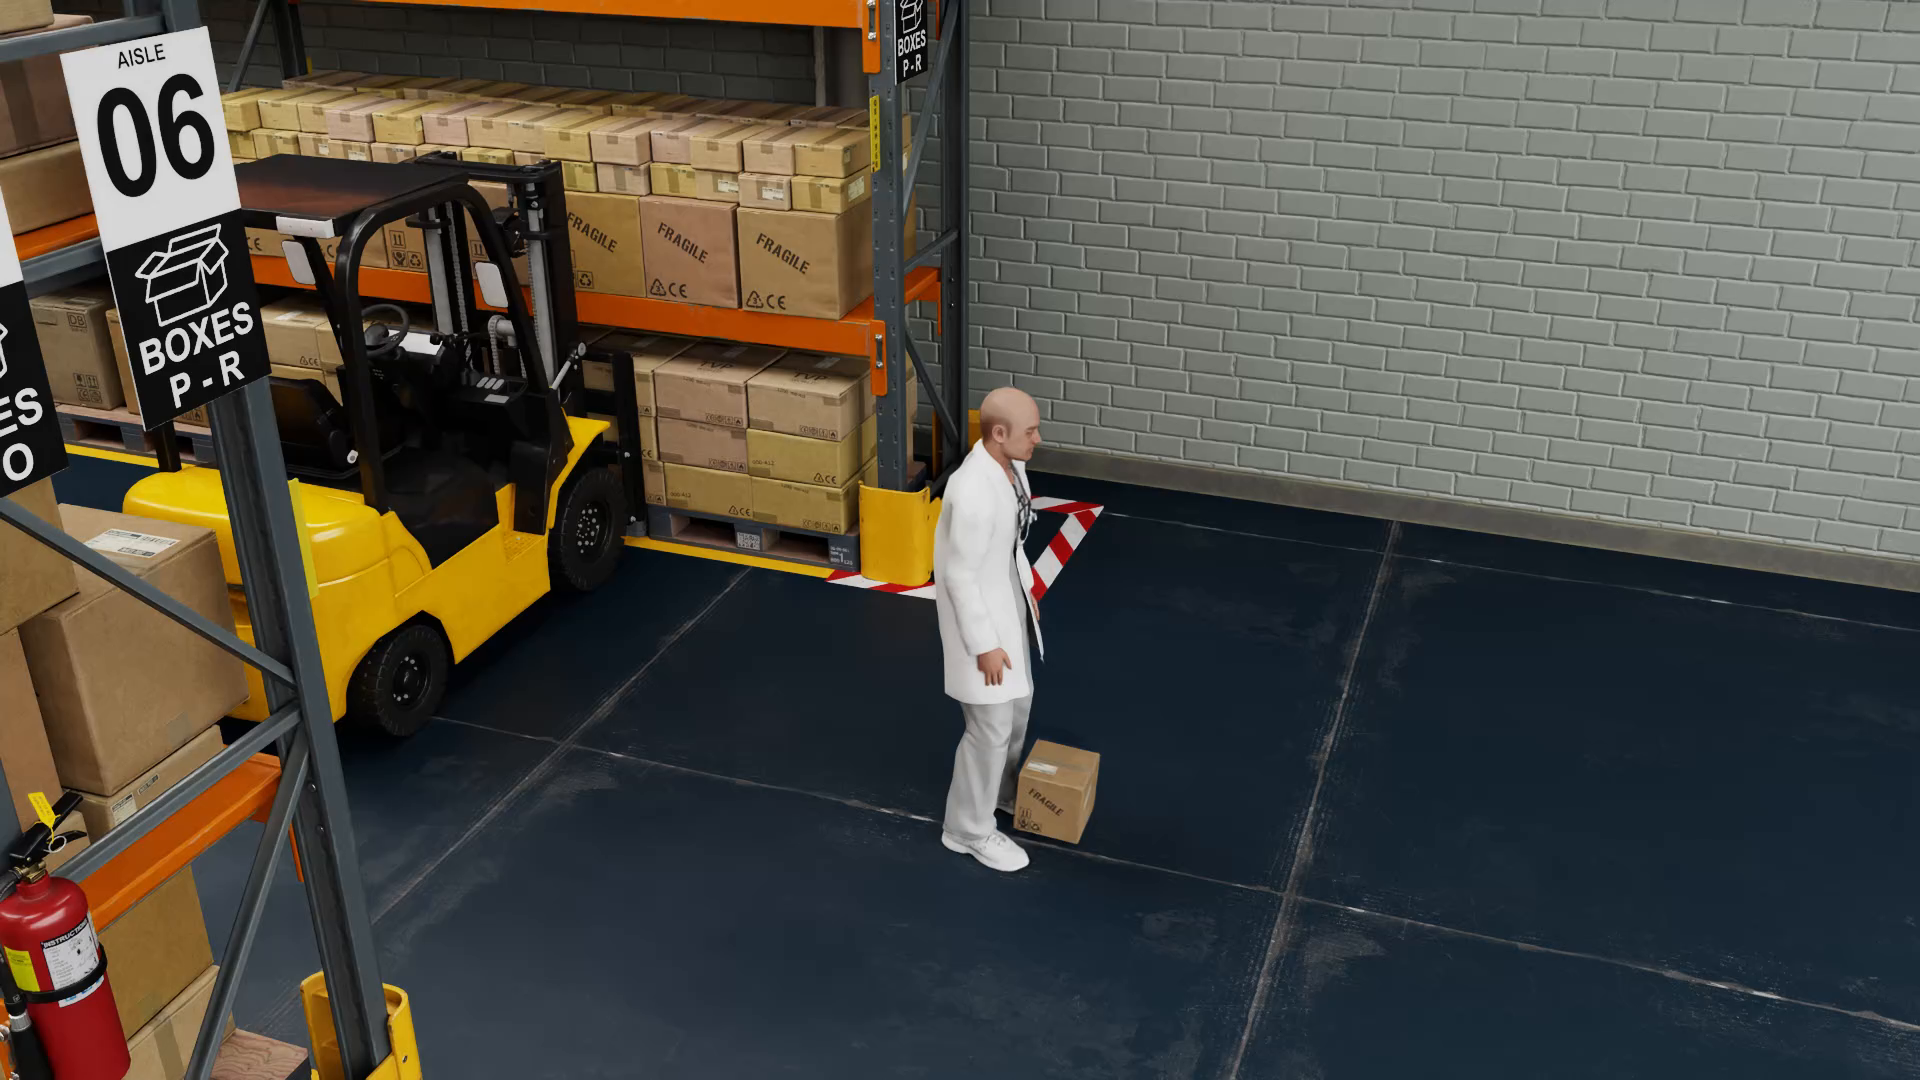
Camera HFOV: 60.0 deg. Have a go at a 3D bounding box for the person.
[{"bbox_3d":[0.126,0.292,6.010,0.426,1.775,0.612,8,26,16],"label":"person"}]
